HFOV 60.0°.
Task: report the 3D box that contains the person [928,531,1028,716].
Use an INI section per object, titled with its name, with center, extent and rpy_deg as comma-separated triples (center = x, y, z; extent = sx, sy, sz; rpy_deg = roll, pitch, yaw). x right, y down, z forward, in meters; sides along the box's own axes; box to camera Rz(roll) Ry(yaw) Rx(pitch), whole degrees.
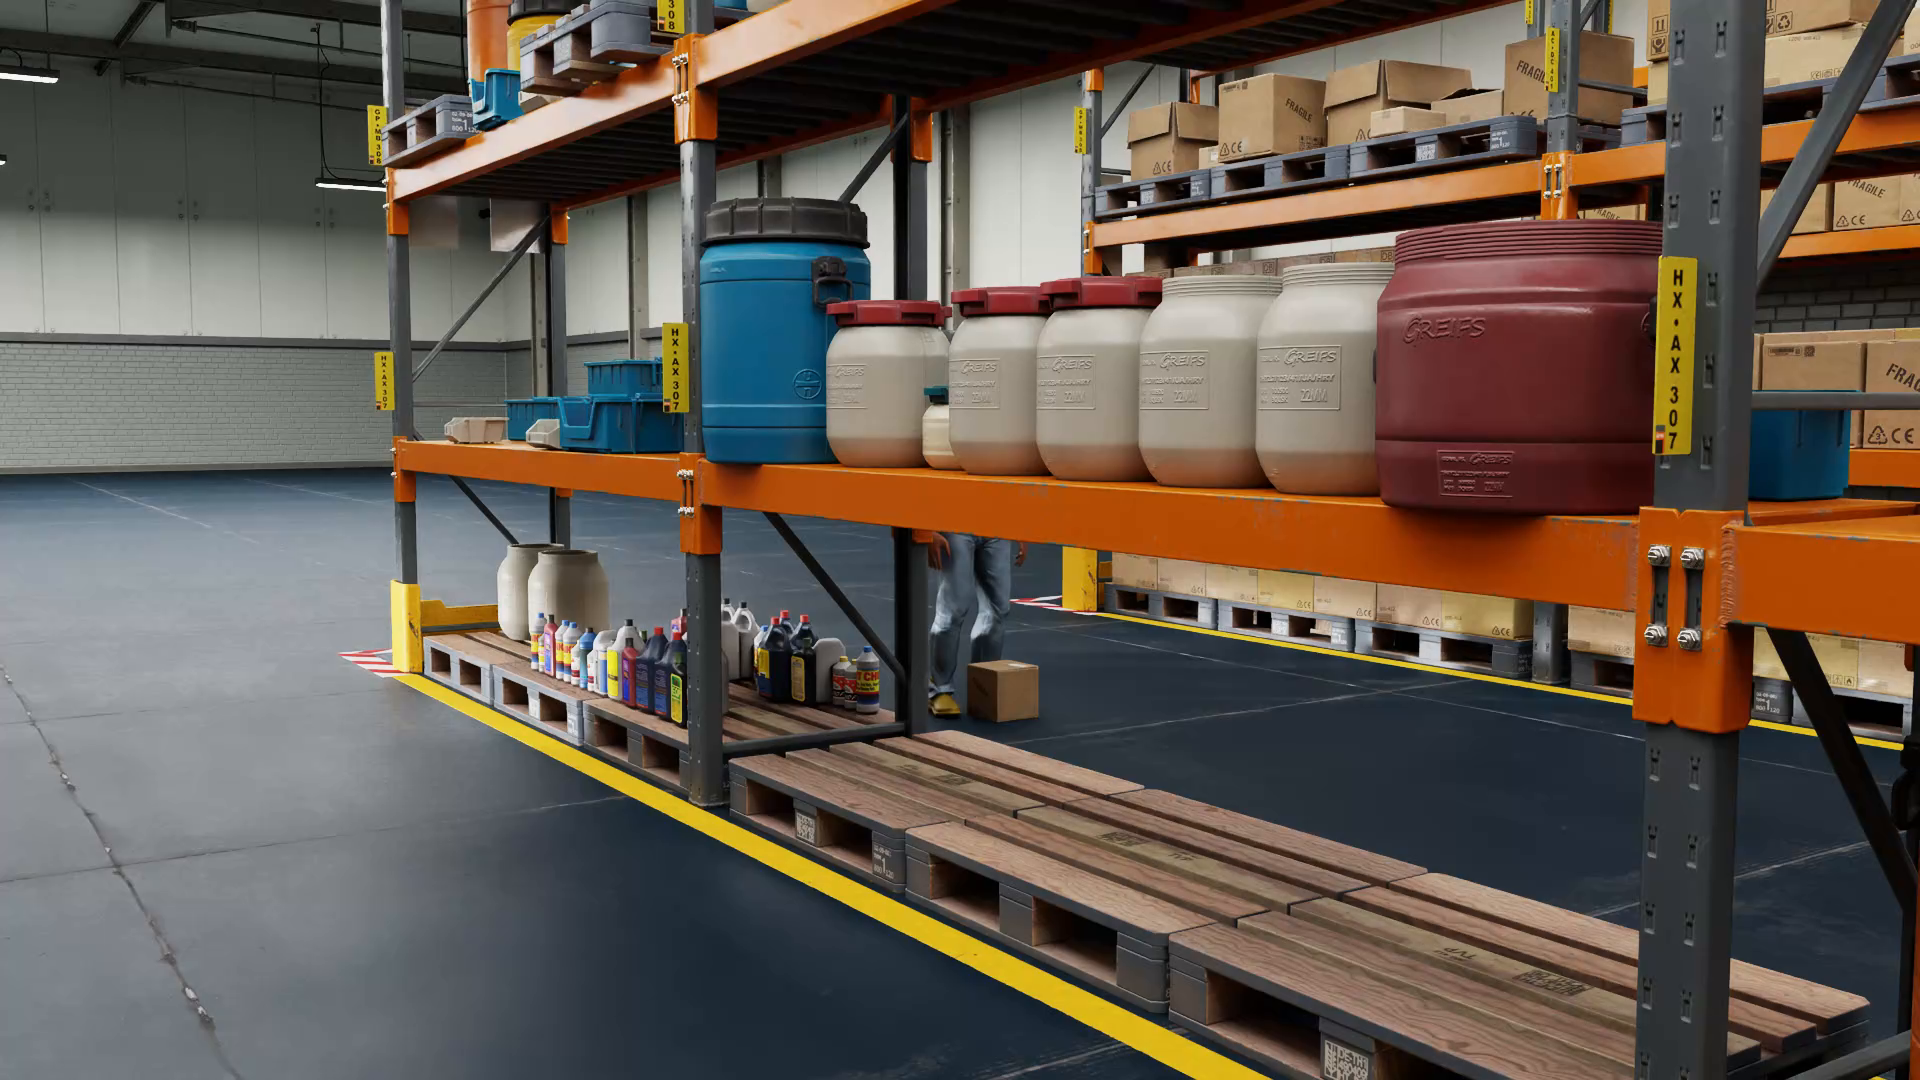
[person]
center = 0.079, -0.036, 8.175
extent = 0.633, 1.759, 0.462
rpy_deg = -3, 6, -37
